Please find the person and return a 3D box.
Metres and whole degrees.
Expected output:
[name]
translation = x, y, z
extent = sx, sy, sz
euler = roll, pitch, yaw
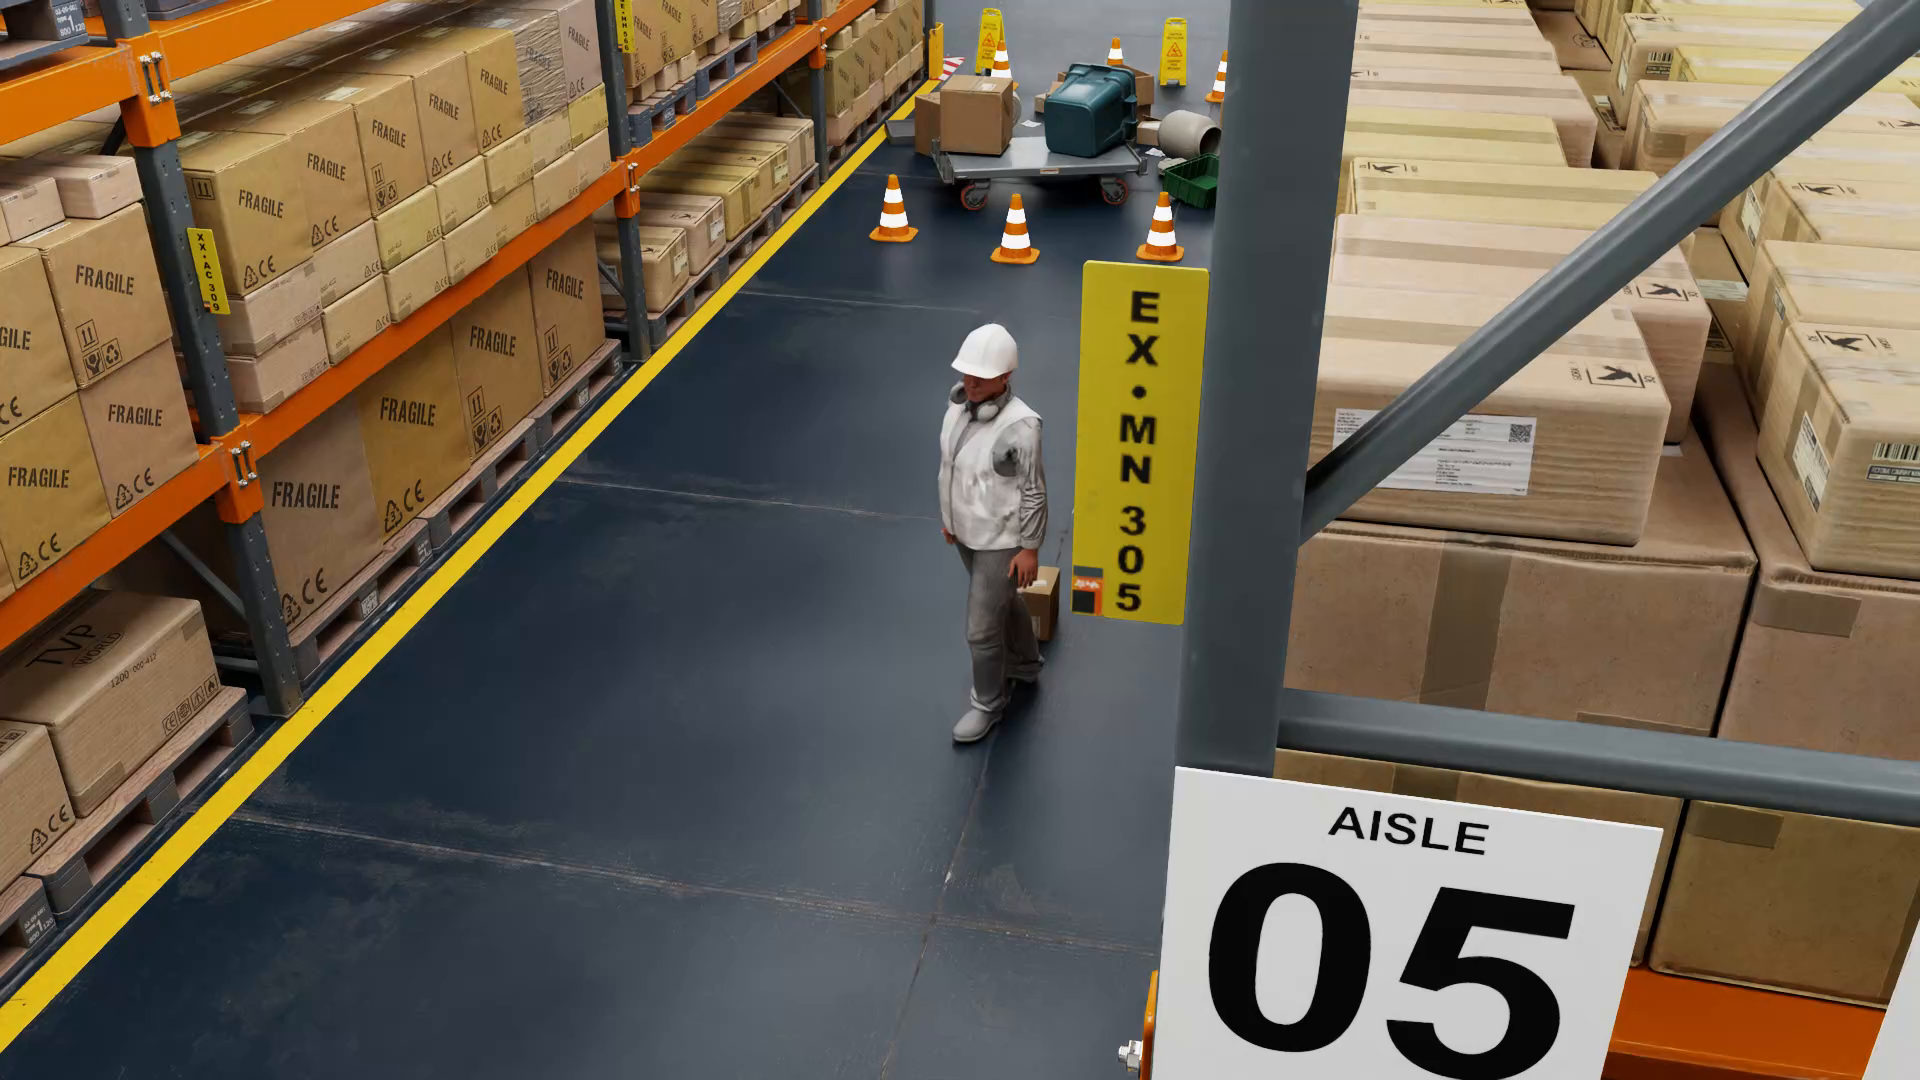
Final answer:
[person]
translation = 0.145, -0.056, 6.703
extent = 0.566, 1.768, 0.561
euler = -16, 32, -27
